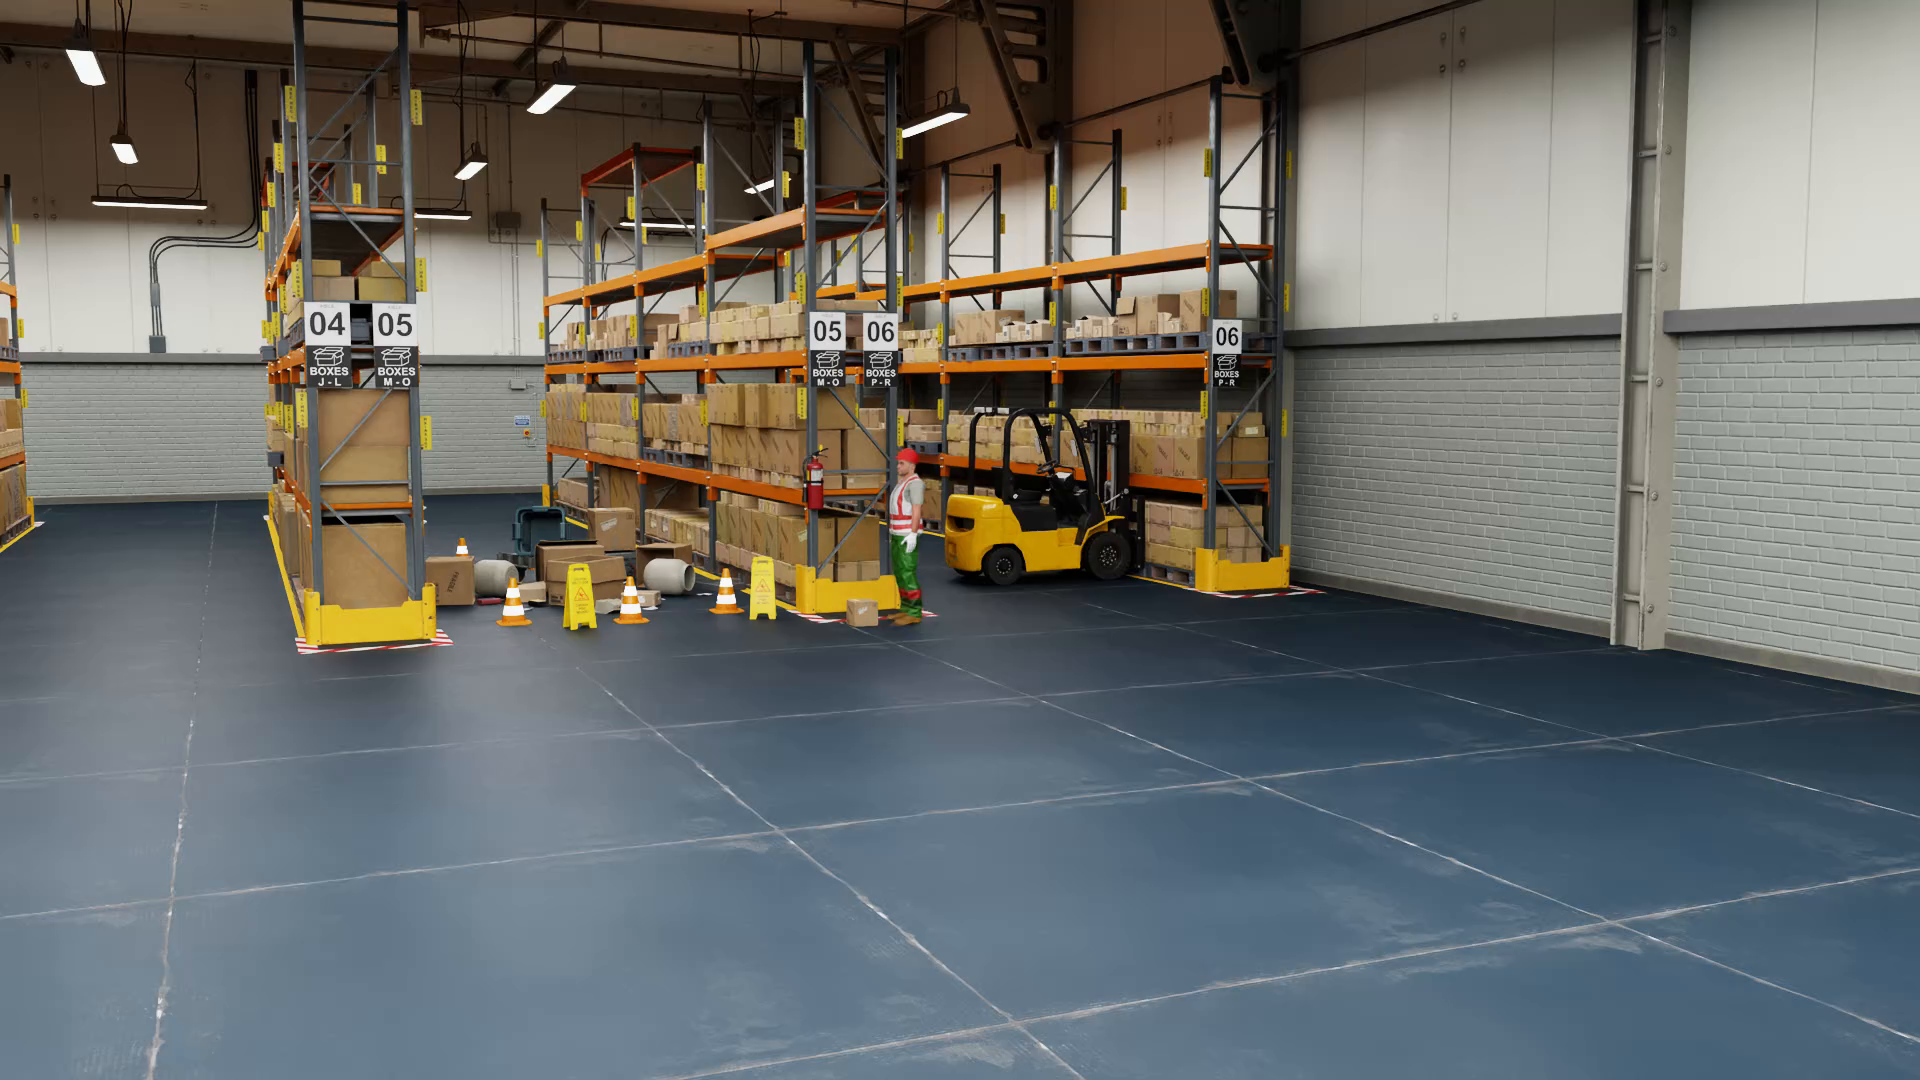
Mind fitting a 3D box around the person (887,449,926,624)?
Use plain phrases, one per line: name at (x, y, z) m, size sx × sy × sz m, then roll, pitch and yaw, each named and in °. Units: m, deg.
person at (-0.554, -0.043, 17.034) m, size 0.344 × 1.787 × 0.523 m, roll -2°, pitch 6°, yaw -22°
